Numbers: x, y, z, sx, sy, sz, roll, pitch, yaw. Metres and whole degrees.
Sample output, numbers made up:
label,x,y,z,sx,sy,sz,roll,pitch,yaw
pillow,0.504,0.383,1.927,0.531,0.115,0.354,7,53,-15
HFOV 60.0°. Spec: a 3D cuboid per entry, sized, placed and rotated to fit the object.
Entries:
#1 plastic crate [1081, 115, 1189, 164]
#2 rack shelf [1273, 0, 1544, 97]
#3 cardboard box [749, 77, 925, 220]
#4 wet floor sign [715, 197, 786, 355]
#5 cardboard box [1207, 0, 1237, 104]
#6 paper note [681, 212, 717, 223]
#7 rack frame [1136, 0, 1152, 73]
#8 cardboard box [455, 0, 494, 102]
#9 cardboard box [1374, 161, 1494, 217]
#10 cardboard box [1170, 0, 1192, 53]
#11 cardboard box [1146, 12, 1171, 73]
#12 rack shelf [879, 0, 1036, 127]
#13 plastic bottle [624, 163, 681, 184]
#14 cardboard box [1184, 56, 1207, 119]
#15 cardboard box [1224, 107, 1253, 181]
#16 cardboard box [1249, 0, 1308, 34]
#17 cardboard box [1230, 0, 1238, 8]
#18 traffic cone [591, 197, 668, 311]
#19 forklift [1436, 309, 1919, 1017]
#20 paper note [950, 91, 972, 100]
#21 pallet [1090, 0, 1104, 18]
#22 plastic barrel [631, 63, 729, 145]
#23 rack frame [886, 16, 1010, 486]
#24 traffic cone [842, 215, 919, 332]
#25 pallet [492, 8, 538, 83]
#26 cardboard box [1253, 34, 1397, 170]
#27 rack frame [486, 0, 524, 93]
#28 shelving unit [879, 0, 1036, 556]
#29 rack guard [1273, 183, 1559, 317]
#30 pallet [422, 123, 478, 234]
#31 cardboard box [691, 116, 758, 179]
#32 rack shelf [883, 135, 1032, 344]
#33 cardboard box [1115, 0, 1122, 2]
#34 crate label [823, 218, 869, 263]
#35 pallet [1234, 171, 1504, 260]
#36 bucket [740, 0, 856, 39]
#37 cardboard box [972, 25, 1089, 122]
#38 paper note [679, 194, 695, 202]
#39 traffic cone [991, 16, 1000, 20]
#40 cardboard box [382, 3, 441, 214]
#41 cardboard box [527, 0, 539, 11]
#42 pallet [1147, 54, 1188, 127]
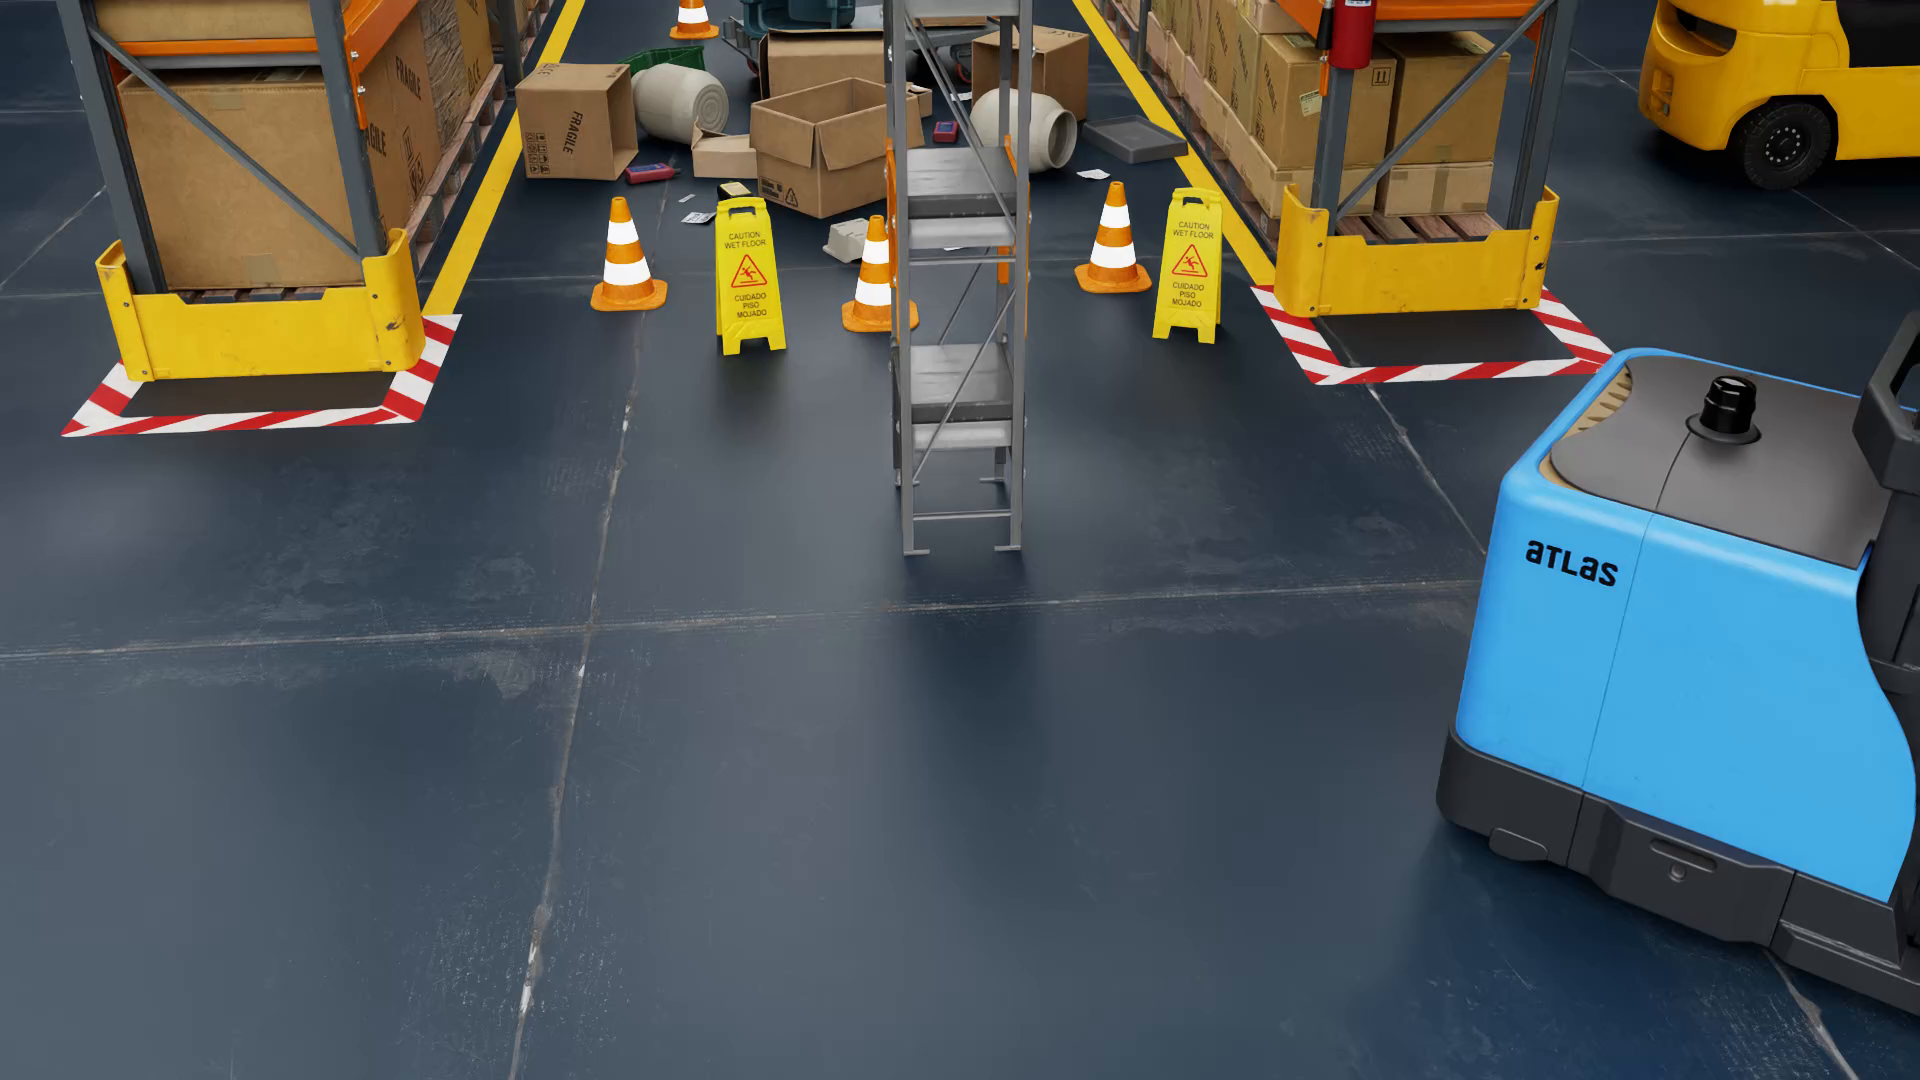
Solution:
label,x,y,z,sx,sy,sz,roll,pitch,yaw
plastic crate,0.998,-2.302,9.525,0.402,0.080,0.583,-14,33,-22
rack shelf,1.855,-3.066,8.659,1.077,0.370,4.000,-3,31,-5
cardboard box,-0.643,-2.057,8.704,0.637,0.503,0.797,27,40,37
wet floor sign,-0.903,-1.134,7.020,0.267,0.644,0.232,-8,32,-13
cardboard box,1.615,-2.596,8.712,0.500,0.500,0.500,-3,31,-6
paper note,-1.330,-1.650,8.485,0.144,0.017,0.142,8,32,13
rack frame,1.668,-4.396,10.184,1.000,3.000,0.127,-3,31,-5
cardboard box,-3.262,-3.051,9.595,0.875,0.875,0.875,-2,31,-4
cardboard box,2.241,-1.779,8.075,0.500,0.250,0.500,-3,31,-5
cardboard box,1.516,-3.131,9.607,0.500,0.500,0.500,-2,31,-3
cardboard box,1.454,-3.082,10.256,0.500,0.250,0.500,-4,31,-7
rack shelf,-0.015,-1.575,5.001,0.431,0.518,0.480,-3,31,-5
plastic bottle,-1.666,-1.995,9.030,0.283,0.061,0.133,-14,33,-22
cardboard box,1.567,-2.539,9.347,0.500,0.250,0.500,-3,31,-5
cardboard box,1.658,-2.018,8.476,0.500,0.250,0.500,-3,31,-4
cardboard box,1.606,-2.535,7.976,0.380,0.149,0.250,-2,31,-3
cardboard box,1.563,-2.798,8.417,0.380,0.149,0.250,-1,31,-2
traffic cone,-1.513,-1.315,7.500,0.336,0.463,0.334,-3,31,-5
forklift,2.765,-0.246,3.304,3.031,2.935,1.130,20,36,30
paper note,0.019,-2.769,10.356,0.148,0.019,0.142,-3,31,-5
pallet,1.476,-4.221,12.610,1.003,0.211,1.213,-3,31,-5
plastic barrel,-1.618,-2.495,9.515,0.512,0.421,0.421,20,36,29
rack frame,-0.038,-1.111,5.562,0.400,2.100,0.015,-3,31,-5
traffic cone,-0.356,-1.196,7.300,0.336,0.463,0.334,-3,31,-5
pallet,-3.398,-3.300,11.070,1.003,0.211,1.213,-3,31,-5
cardboard box,1.707,-2.072,7.834,0.500,0.500,0.500,-3,31,-4
rack frame,-3.251,-4.107,9.701,1.000,3.000,0.127,-3,31,-5
shelving unit,-0.015,-0.986,5.353,0.431,2.100,0.503,-3,31,-5
rack guard,2.034,-1.319,7.471,1.175,0.500,0.348,-3,31,-5
pallet,-3.141,-1.894,8.715,1.003,0.211,1.213,-3,31,-5
cardboard box,-1.257,-2.144,9.081,0.396,0.266,0.258,2,31,4
rack shelf,-0.015,-0.974,5.360,0.431,0.518,0.480,-3,31,-5
cardboard box,1.546,-4.083,11.813,0.950,0.372,0.625,-1,31,-1
crate label,-0.492,-1.454,8.051,0.250,0.136,0.298,-20,36,-30
pallet,1.994,-1.612,8.243,1.003,0.211,1.213,-3,31,-5
bucket,-0.943,-3.395,10.219,0.726,0.611,0.620,8,22,13
cardboard box,0.413,-2.712,9.800,0.500,0.500,0.500,20,36,29
paper note,-1.437,-1.799,8.752,0.032,0.001,0.123,13,33,21
traffic cone,0.158,-3.873,11.783,0.336,0.463,0.334,-3,31,-5
cardboard box,-3.091,-2.125,8.045,0.875,0.875,0.875,-3,31,-5
cardboard box,-3.485,-4.127,11.518,1.050,0.750,0.750,-3,31,-5
pallet,1.766,-2.858,10.328,1.003,0.211,1.213,-3,31,-5
